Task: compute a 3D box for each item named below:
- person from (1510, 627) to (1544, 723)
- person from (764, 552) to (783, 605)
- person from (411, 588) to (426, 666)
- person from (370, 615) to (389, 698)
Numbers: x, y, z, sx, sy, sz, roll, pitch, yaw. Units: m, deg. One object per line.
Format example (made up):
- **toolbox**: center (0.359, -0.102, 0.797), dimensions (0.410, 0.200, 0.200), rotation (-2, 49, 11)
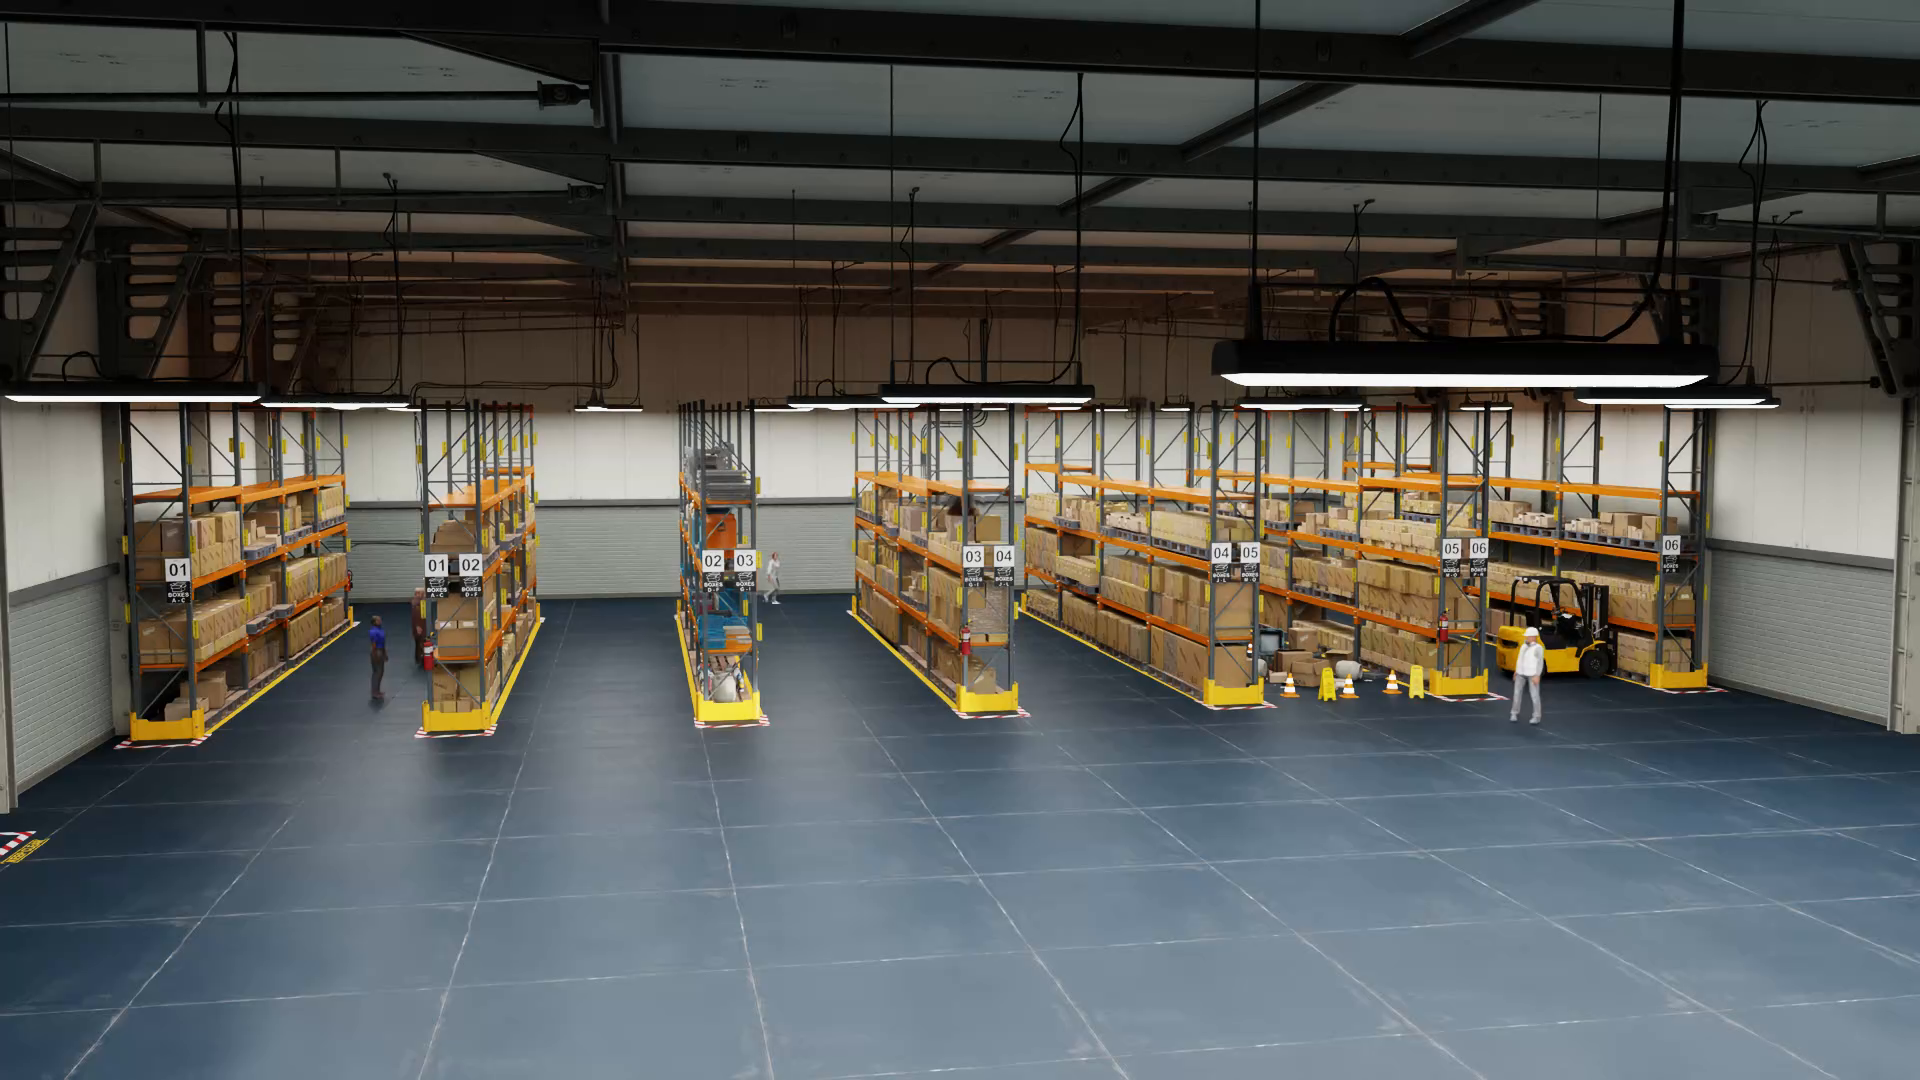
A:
- **person**: center (10.539, 2.501, 30.903), dimensions (0.590, 1.766, 0.499), rotation (4, 6, 43)
- **person**: center (-5.616, 1.151, 50.079), dimensions (0.502, 1.585, 0.422), rotation (2, 5, 20)
- **person**: center (-12.248, 1.967, 37.909), dimensions (0.454, 1.774, 0.645), rotation (-1, 4, -14)
- **person**: center (-11.785, 2.374, 33.751), dimensions (0.349, 1.703, 0.474), rotation (-1, 5, -18)
